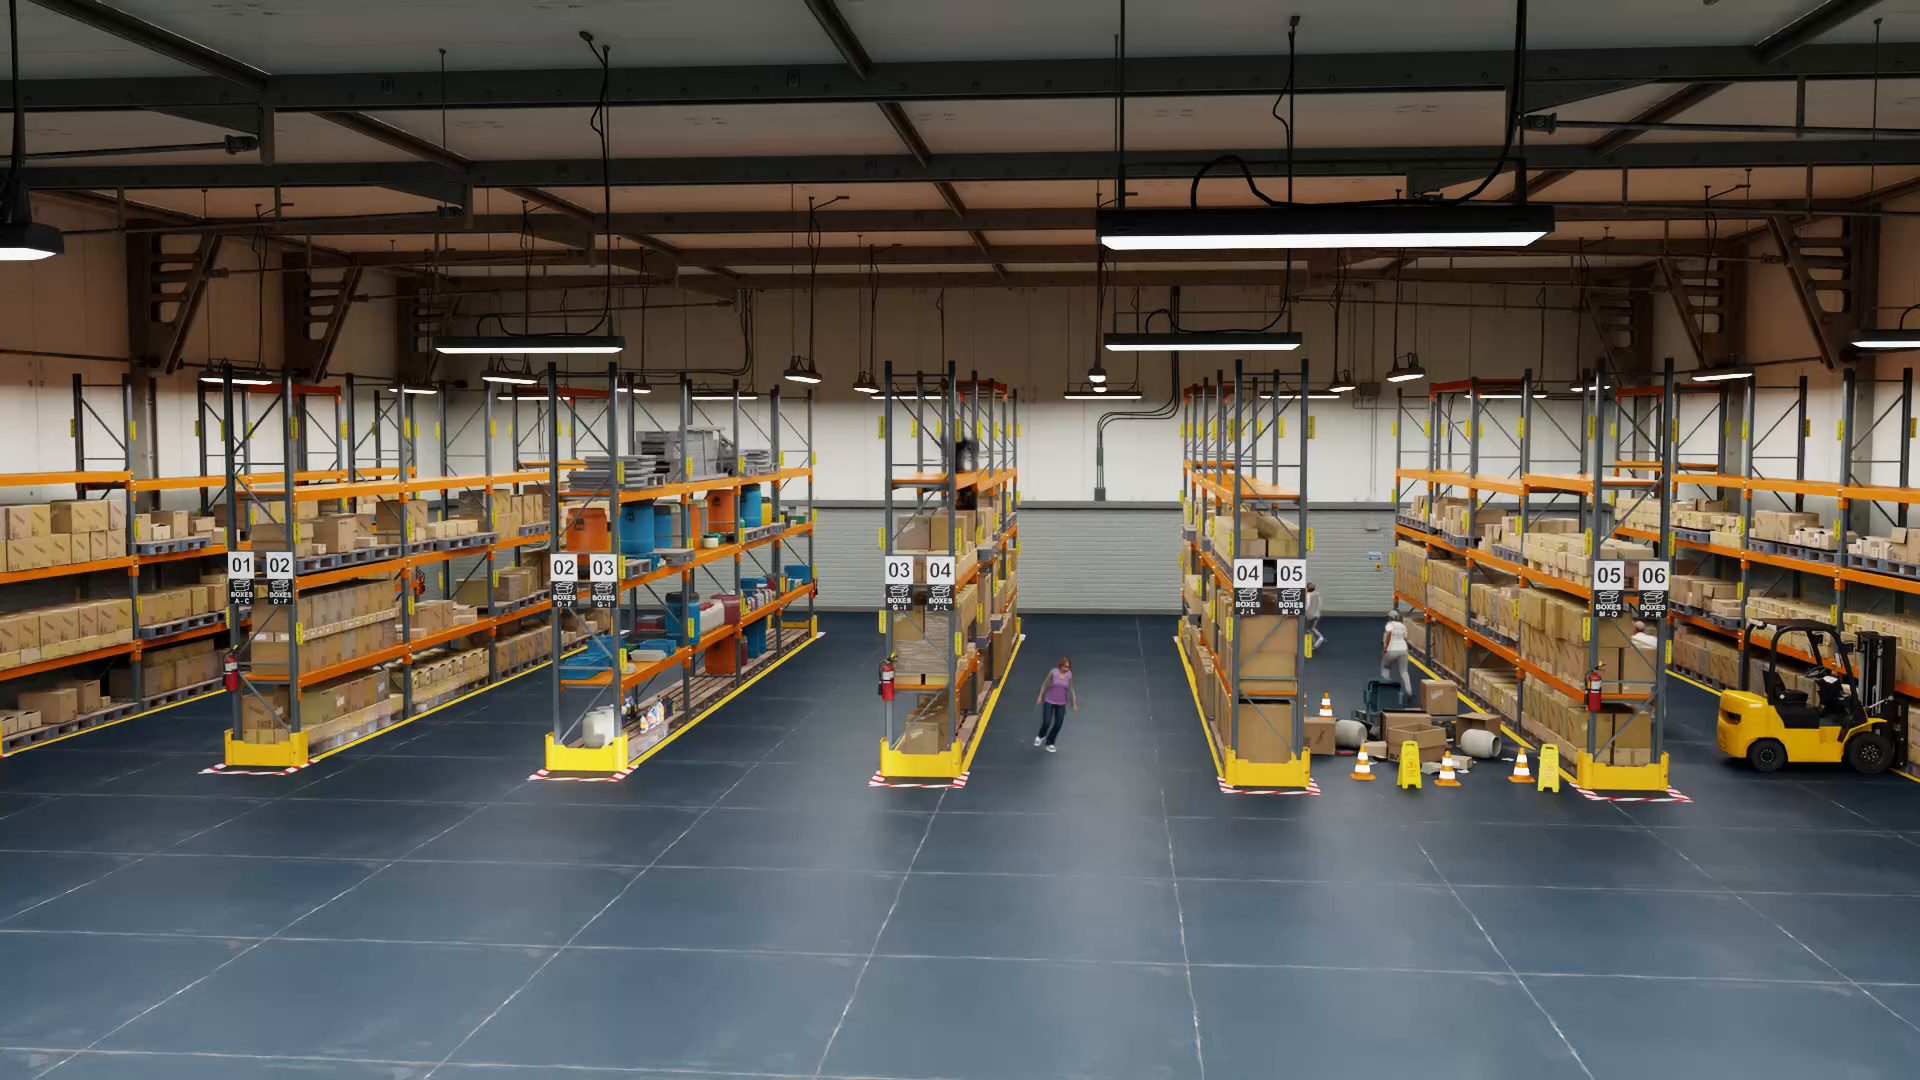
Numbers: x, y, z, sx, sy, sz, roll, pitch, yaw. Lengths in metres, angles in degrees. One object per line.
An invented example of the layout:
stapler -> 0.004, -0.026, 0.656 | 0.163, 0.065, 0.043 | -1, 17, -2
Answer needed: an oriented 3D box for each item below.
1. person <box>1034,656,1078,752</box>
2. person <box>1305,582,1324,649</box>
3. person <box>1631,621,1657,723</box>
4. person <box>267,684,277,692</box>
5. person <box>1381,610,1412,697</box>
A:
person -> 1.487, 2.546, 25.803 | 0.628, 1.499, 0.603 | -1, 4, -11
person -> 8.114, 1.747, 37.941 | 0.526, 1.551, 0.589 | -2, 4, -26
person -> 11.714, 2.271, 28.440 | 0.705, 1.735, 0.877 | 0, 4, -7
person -> -12.057, 2.181, 29.528 | 0.651, 1.800, 0.724 | 0, 4, -4
person -> 8.158, 2.153, 31.103 | 0.601, 1.642, 0.947 | -1, 4, -10
